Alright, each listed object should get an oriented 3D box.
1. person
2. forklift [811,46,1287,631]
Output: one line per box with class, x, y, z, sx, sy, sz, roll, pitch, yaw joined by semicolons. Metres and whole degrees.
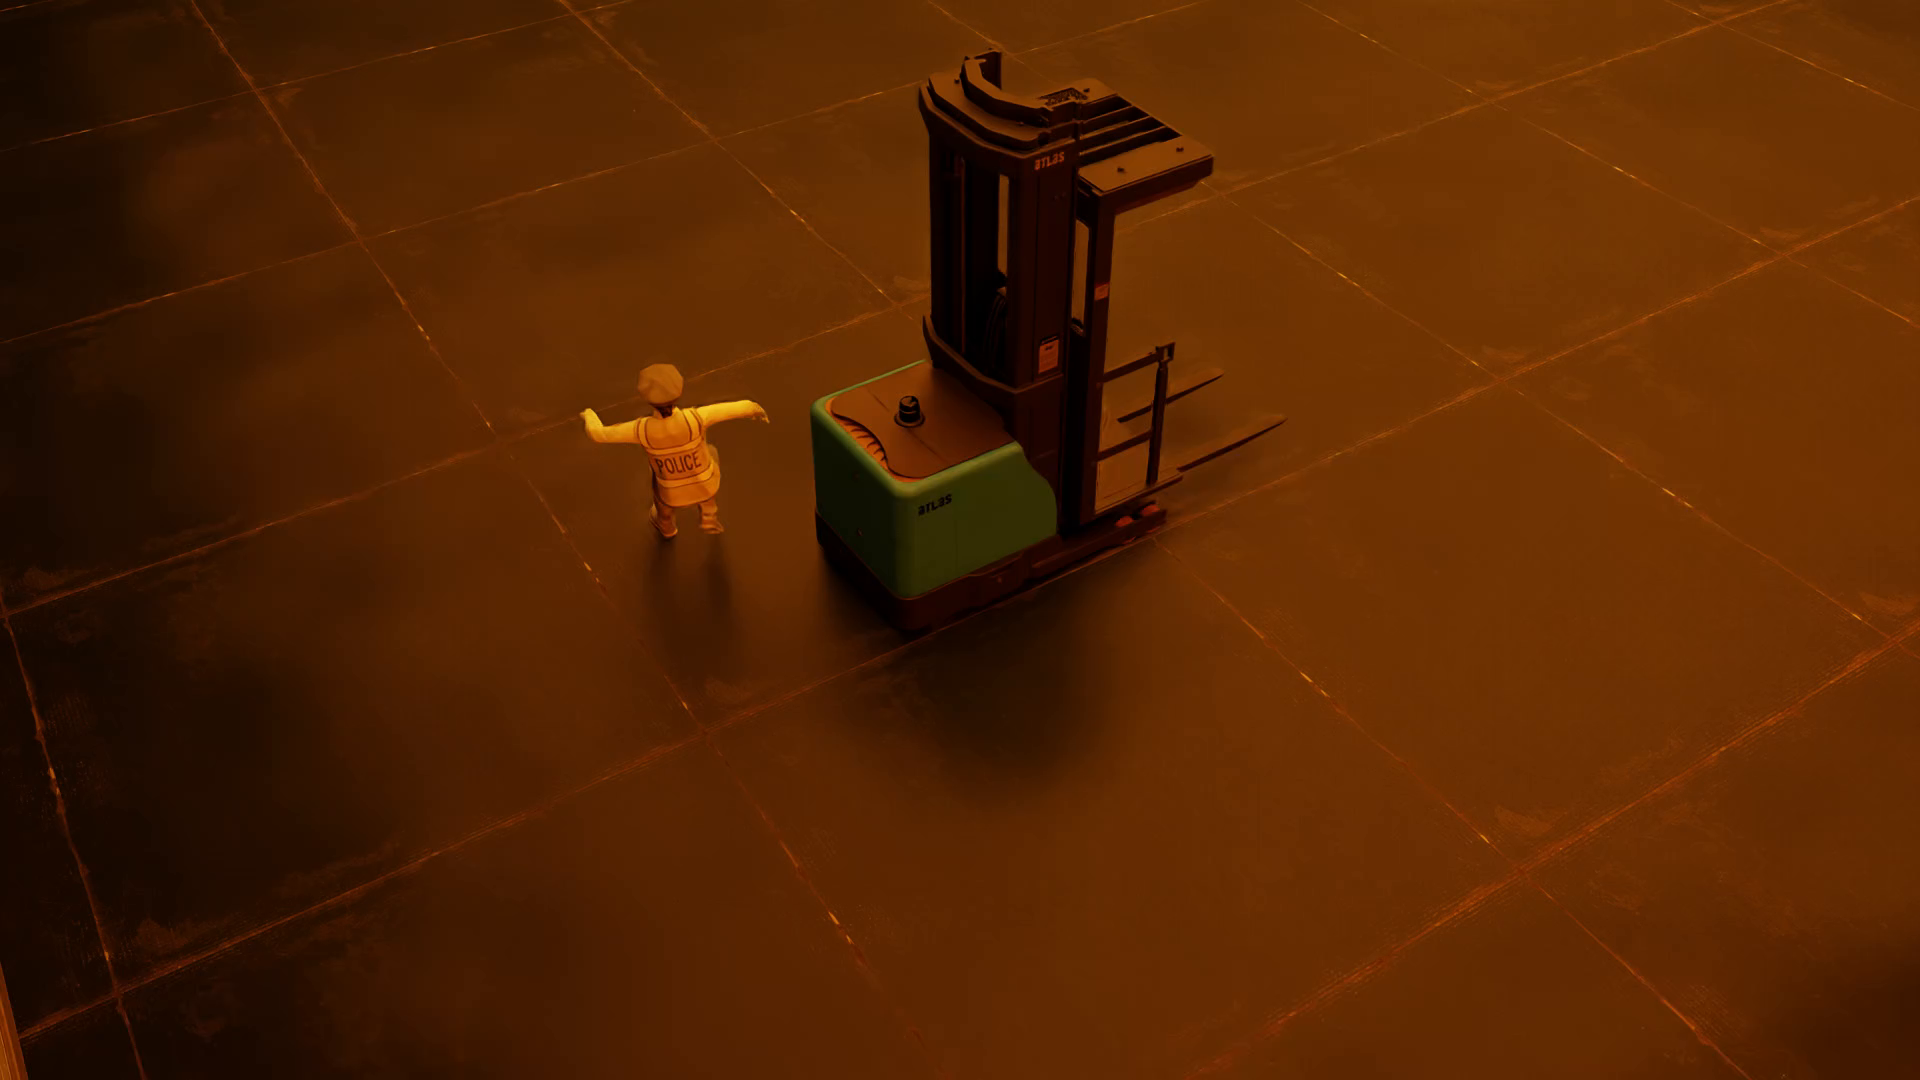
person;-1.611;-0.517;9.575;1.041;1.456;0.767;-10;42;-11
forklift;0.653;-1.349;9.414;3.031;2.935;1.130;-24;46;-25
